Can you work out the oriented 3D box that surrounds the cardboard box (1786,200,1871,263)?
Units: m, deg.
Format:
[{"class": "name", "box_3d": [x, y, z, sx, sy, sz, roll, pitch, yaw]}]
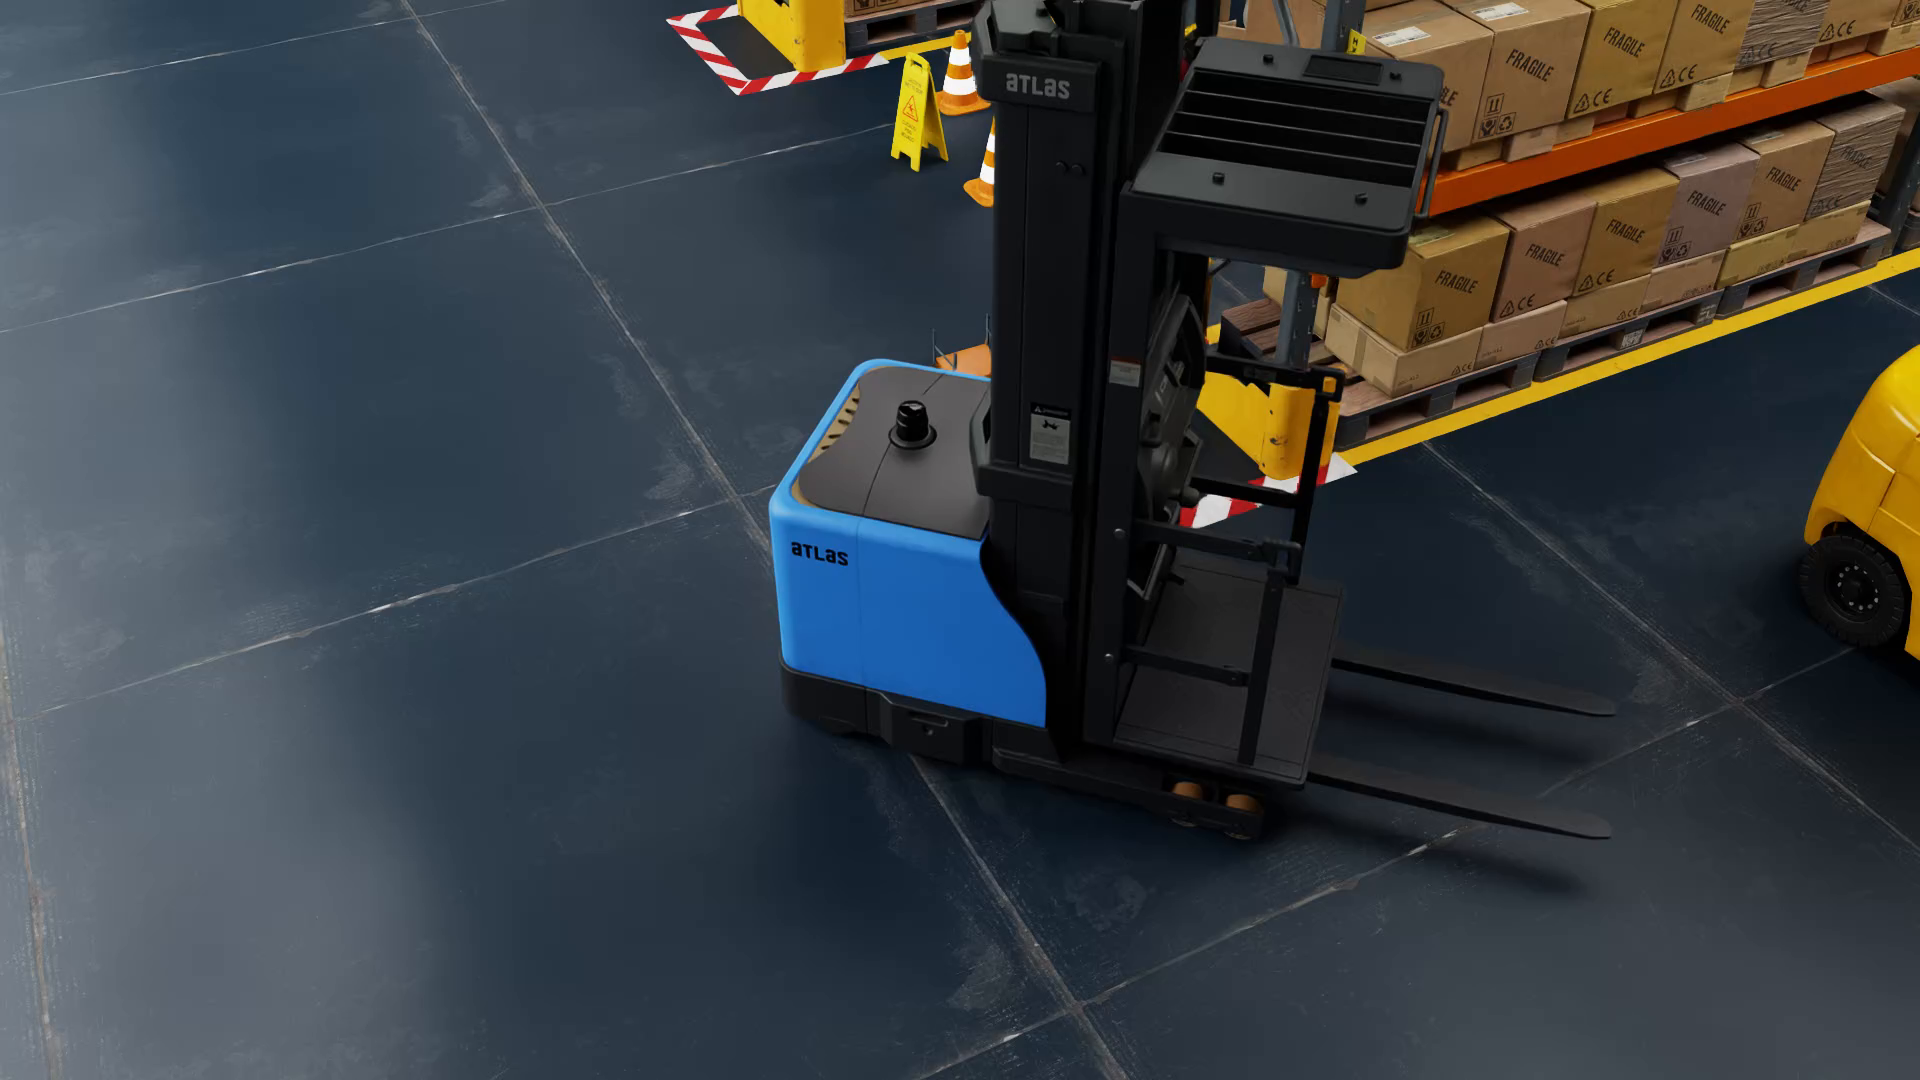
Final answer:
[{"class": "cardboard box", "box_3d": [4.394, -1.740, 8.787, 0.500, 0.250, 0.500, -17, 43, -19]}]

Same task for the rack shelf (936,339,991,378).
[{"class": "rack shelf", "box_3d": [0.047, -0.625, 6.753, 0.240, 0.259, 0.215, -19, 44, -21]}]

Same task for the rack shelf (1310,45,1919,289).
[{"class": "rack shelf", "box_3d": [3.021, -2.088, 7.952, 4.000, 0.370, 1.077, -19, 44, -21]}]

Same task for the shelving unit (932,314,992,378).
[{"class": "shelving unit", "box_3d": [0.047, -0.417, 6.930, 0.252, 1.050, 0.215, -19, 44, -21]}]

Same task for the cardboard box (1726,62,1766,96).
[{"class": "cardboard box", "box_3d": [3.510, -2.228, 7.755, 0.250, 0.149, 0.380, -19, 44, -21]}]

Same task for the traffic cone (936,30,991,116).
[{"class": "traffic cone", "box_3d": [-0.002, -2.948, 10.375, 0.334, 0.463, 0.336, -19, 44, -21]}]

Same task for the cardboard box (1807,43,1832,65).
[{"class": "cardboard box", "box_3d": [3.938, -2.415, 7.976, 0.250, 0.149, 0.380, -19, 44, -21]}]

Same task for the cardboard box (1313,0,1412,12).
[{"class": "cardboard box", "box_3d": [1.599, -2.576, 6.890, 0.500, 0.500, 0.700, -20, 44, -22]}]

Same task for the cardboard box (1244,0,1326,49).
[{"class": "cardboard box", "box_3d": [1.601, -2.237, 7.263, 0.500, 0.500, 0.500, -19, 44, -21]}]

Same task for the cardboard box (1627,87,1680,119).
[{"class": "cardboard box", "box_3d": [3.048, -2.089, 7.591, 0.250, 0.149, 0.380, -20, 44, -22]}]

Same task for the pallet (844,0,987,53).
[{"class": "pallet", "box_3d": [-0.456, -3.791, 11.565, 1.213, 0.211, 1.003, -19, 44, -21]}]

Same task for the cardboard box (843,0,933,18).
[{"class": "cardboard box", "box_3d": [-0.558, -4.161, 11.164, 0.875, 0.875, 0.875, -18, 44, -20]}]

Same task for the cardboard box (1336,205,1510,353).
[{"class": "cardboard box", "box_3d": [2.111, -1.252, 7.630, 0.500, 0.500, 0.500, -20, 44, -22]}]

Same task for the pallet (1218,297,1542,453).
[{"class": "pallet", "box_3d": [2.051, -0.946, 8.204, 1.213, 0.211, 1.003, -19, 44, -21]}]

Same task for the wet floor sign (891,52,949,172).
[{"class": "wet floor sign", "box_3d": [-0.240, -2.530, 9.739, 0.232, 0.644, 0.267, -26, 47, -28]}]

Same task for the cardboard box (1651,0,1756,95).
[{"class": "cardboard box", "box_3d": [3.152, -2.365, 7.415, 0.500, 0.500, 0.500, -19, 44, -22]}]

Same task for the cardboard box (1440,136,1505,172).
[{"class": "cardboard box", "box_3d": [2.134, -1.769, 7.212, 0.250, 0.149, 0.380, -20, 44, -22]}]

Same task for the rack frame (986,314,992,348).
[{"class": "rack frame", "box_3d": [0.156, -0.453, 6.973, 0.008, 1.050, 0.200, -19, 44, -21]}]

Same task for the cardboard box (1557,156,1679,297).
[{"class": "cardboard box", "box_3d": [3.021, -1.556, 7.989, 0.500, 0.500, 0.500, -18, 43, -20]}]

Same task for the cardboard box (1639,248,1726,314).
[{"class": "cardboard box", "box_3d": [3.474, -1.426, 8.416, 0.500, 0.250, 0.500, -18, 43, -20]}]

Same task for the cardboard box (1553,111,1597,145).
[{"class": "cardboard box", "box_3d": [2.594, -1.914, 7.384, 0.250, 0.149, 0.380, -17, 43, -20]}]

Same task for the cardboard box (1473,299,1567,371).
[{"class": "cardboard box", "box_3d": [2.546, -1.107, 8.039, 0.500, 0.250, 0.500, -17, 43, -19]}]

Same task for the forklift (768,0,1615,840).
[{"class": "forklift", "box_3d": [0.892, -0.431, 5.490, 3.031, 2.935, 1.130, 12, 42, 13]}]

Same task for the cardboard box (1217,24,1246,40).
[{"class": "cardboard box", "box_3d": [1.635, -2.788, 10.154, 0.797, 0.503, 0.637, 15, 42, 17]}]

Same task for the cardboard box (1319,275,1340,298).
[{"class": "cardboard box", "box_3d": [1.837, -1.551, 7.983, 0.500, 0.500, 0.500, -18, 44, -20]}]

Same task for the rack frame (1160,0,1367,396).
[{"class": "rack frame", "box_3d": [1.247, -1.765, 7.014, 0.127, 3.000, 1.000, -19, 44, -21]}]

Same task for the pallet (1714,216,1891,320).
[{"class": "pallet", "box_3d": [4.215, -1.674, 9.064, 1.213, 0.211, 1.003, -19, 44, -21]}]

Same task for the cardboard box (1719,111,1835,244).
[{"class": "cardboard box", "box_3d": [3.944, -1.873, 8.364, 0.500, 0.500, 0.500, -18, 43, -20]}]

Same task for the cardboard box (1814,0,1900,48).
[{"class": "cardboard box", "box_3d": [4.062, -2.678, 7.785, 0.500, 0.500, 0.500, -17, 43, -19]}]

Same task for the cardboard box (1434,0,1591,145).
[{"class": "cardboard box", "box_3d": [2.253, -2.056, 7.050, 0.500, 0.500, 0.500, -17, 43, -19]}]

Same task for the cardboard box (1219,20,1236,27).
[{"class": "cardboard box", "box_3d": [1.745, -3.154, 10.770, 0.258, 0.266, 0.396, -12, 42, -13]}]

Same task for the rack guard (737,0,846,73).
[{"class": "rack guard", "box_3d": [-1.150, -3.611, 11.128, 0.348, 0.500, 1.175, -19, 44, -21]}]

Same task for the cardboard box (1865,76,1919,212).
[{"class": "cardboard box", "box_3d": [5.259, -2.275, 9.324, 0.625, 0.372, 0.950, -18, 43, -20]}]

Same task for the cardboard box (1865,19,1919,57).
[{"class": "cardboard box", "box_3d": [4.432, -2.514, 8.093, 0.250, 0.149, 0.380, -18, 43, -20]}]
